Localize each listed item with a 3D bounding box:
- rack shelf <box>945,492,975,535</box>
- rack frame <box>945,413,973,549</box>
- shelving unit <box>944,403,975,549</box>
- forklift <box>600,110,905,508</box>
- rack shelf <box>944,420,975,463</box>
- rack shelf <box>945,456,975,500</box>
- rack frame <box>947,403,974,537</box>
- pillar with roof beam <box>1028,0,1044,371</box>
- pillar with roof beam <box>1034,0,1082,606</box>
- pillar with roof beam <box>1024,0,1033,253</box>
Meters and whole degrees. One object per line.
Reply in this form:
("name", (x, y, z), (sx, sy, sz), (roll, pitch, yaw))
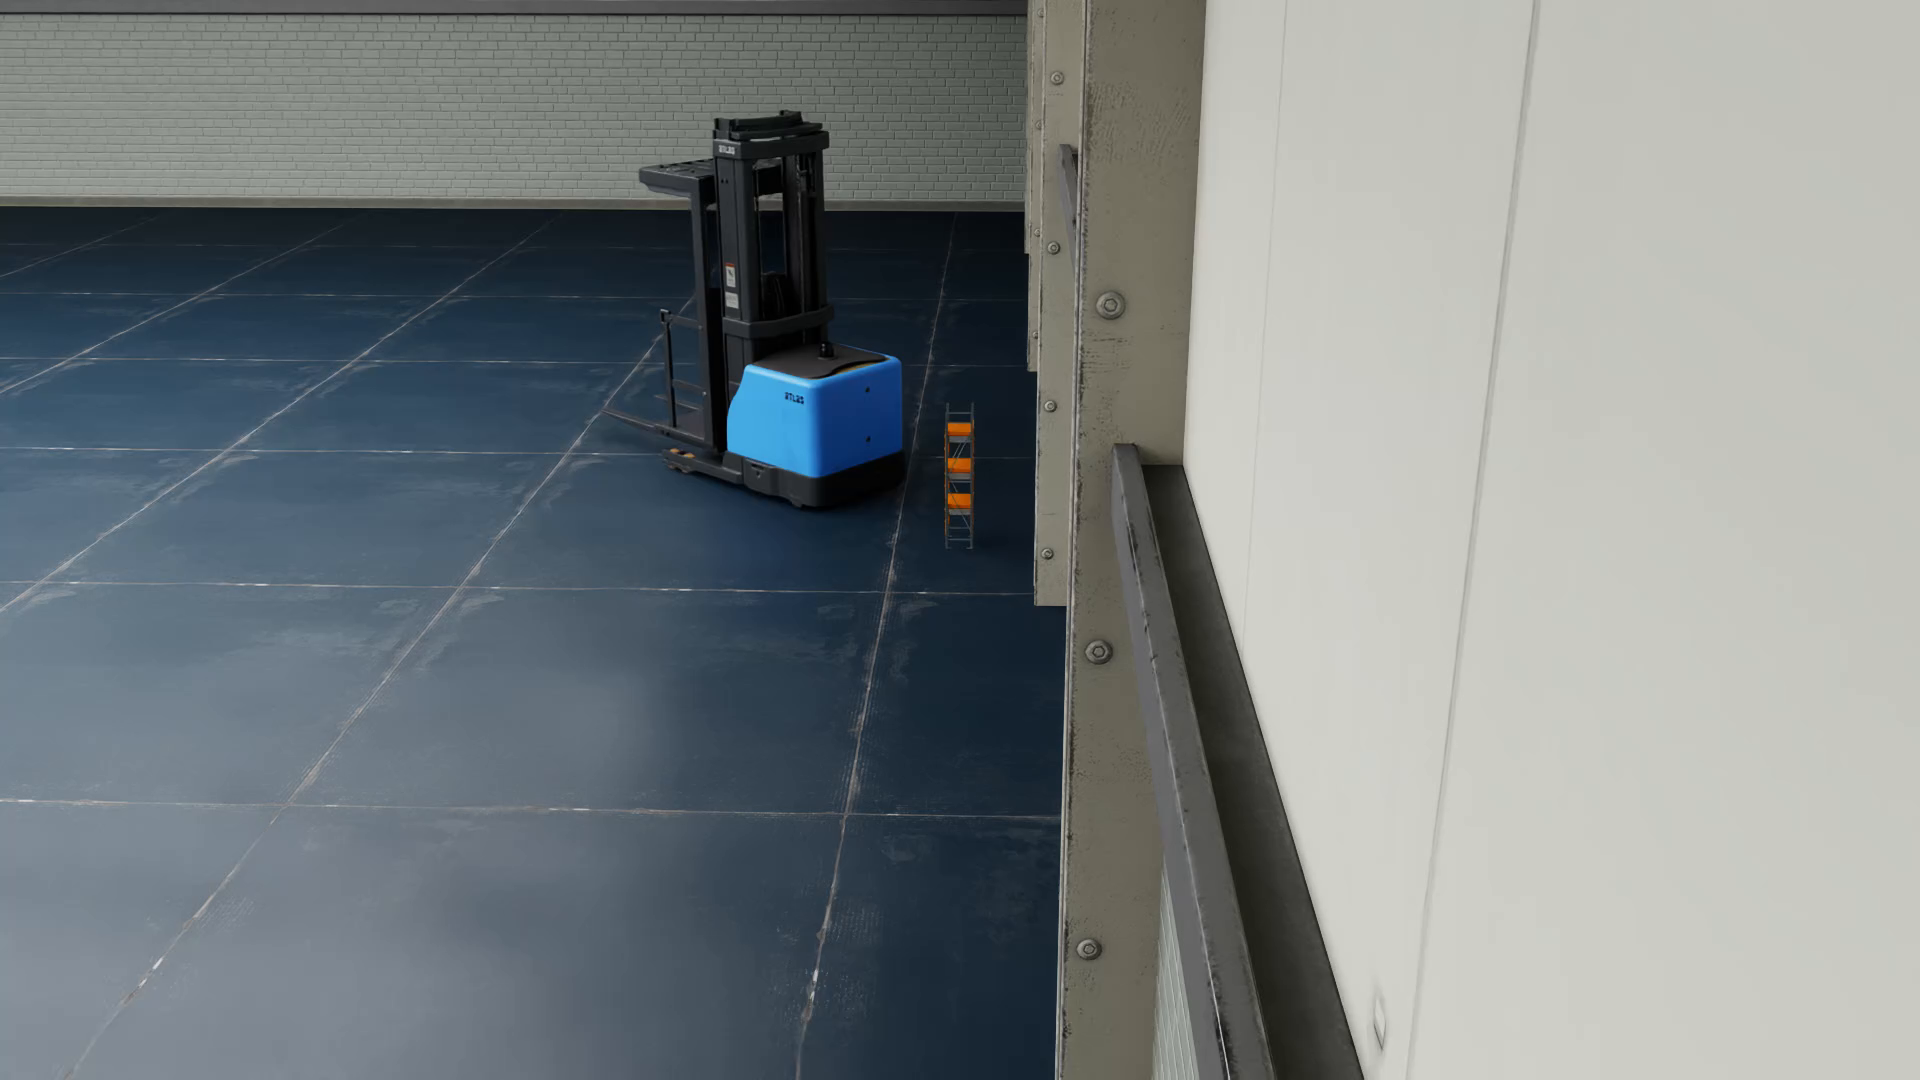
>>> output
("rack shelf", (-0.002, -0.201, 12.394), (0.215, 0.259, 0.240), (1, 21, 2))
("rack frame", (-0.005, -0.426, 12.175), (0.200, 1.050, 0.008), (1, 21, 2))
("shelving unit", (-0.002, -0.470, 12.289), (0.215, 1.050, 0.252), (1, 21, 2))
("forklift", (-1.886, -2.049, 13.758), (3.031, 2.935, 1.130), (18, 28, 39))
("rack shelf", (-0.002, -0.725, 12.190), (0.215, 0.259, 0.240), (1, 21, 2))
("rack shelf", (-0.002, -0.460, 12.293), (0.215, 0.259, 0.240), (1, 21, 2))
("rack frame", (0.002, -0.514, 12.403), (0.200, 1.050, 0.008), (1, 21, 2))
("pillar with roof beam", (-3.450, -6.034, 15.641), (9.100, 9.000, 0.400), (1, 21, 2))
("pillar with roof beam", (-3.633, -3.865, 10.050), (9.100, 9.000, 0.400), (1, 21, 2))
("pillar with roof beam", (-3.268, -8.204, 21.232), (9.100, 9.000, 0.400), (1, 21, 2))
